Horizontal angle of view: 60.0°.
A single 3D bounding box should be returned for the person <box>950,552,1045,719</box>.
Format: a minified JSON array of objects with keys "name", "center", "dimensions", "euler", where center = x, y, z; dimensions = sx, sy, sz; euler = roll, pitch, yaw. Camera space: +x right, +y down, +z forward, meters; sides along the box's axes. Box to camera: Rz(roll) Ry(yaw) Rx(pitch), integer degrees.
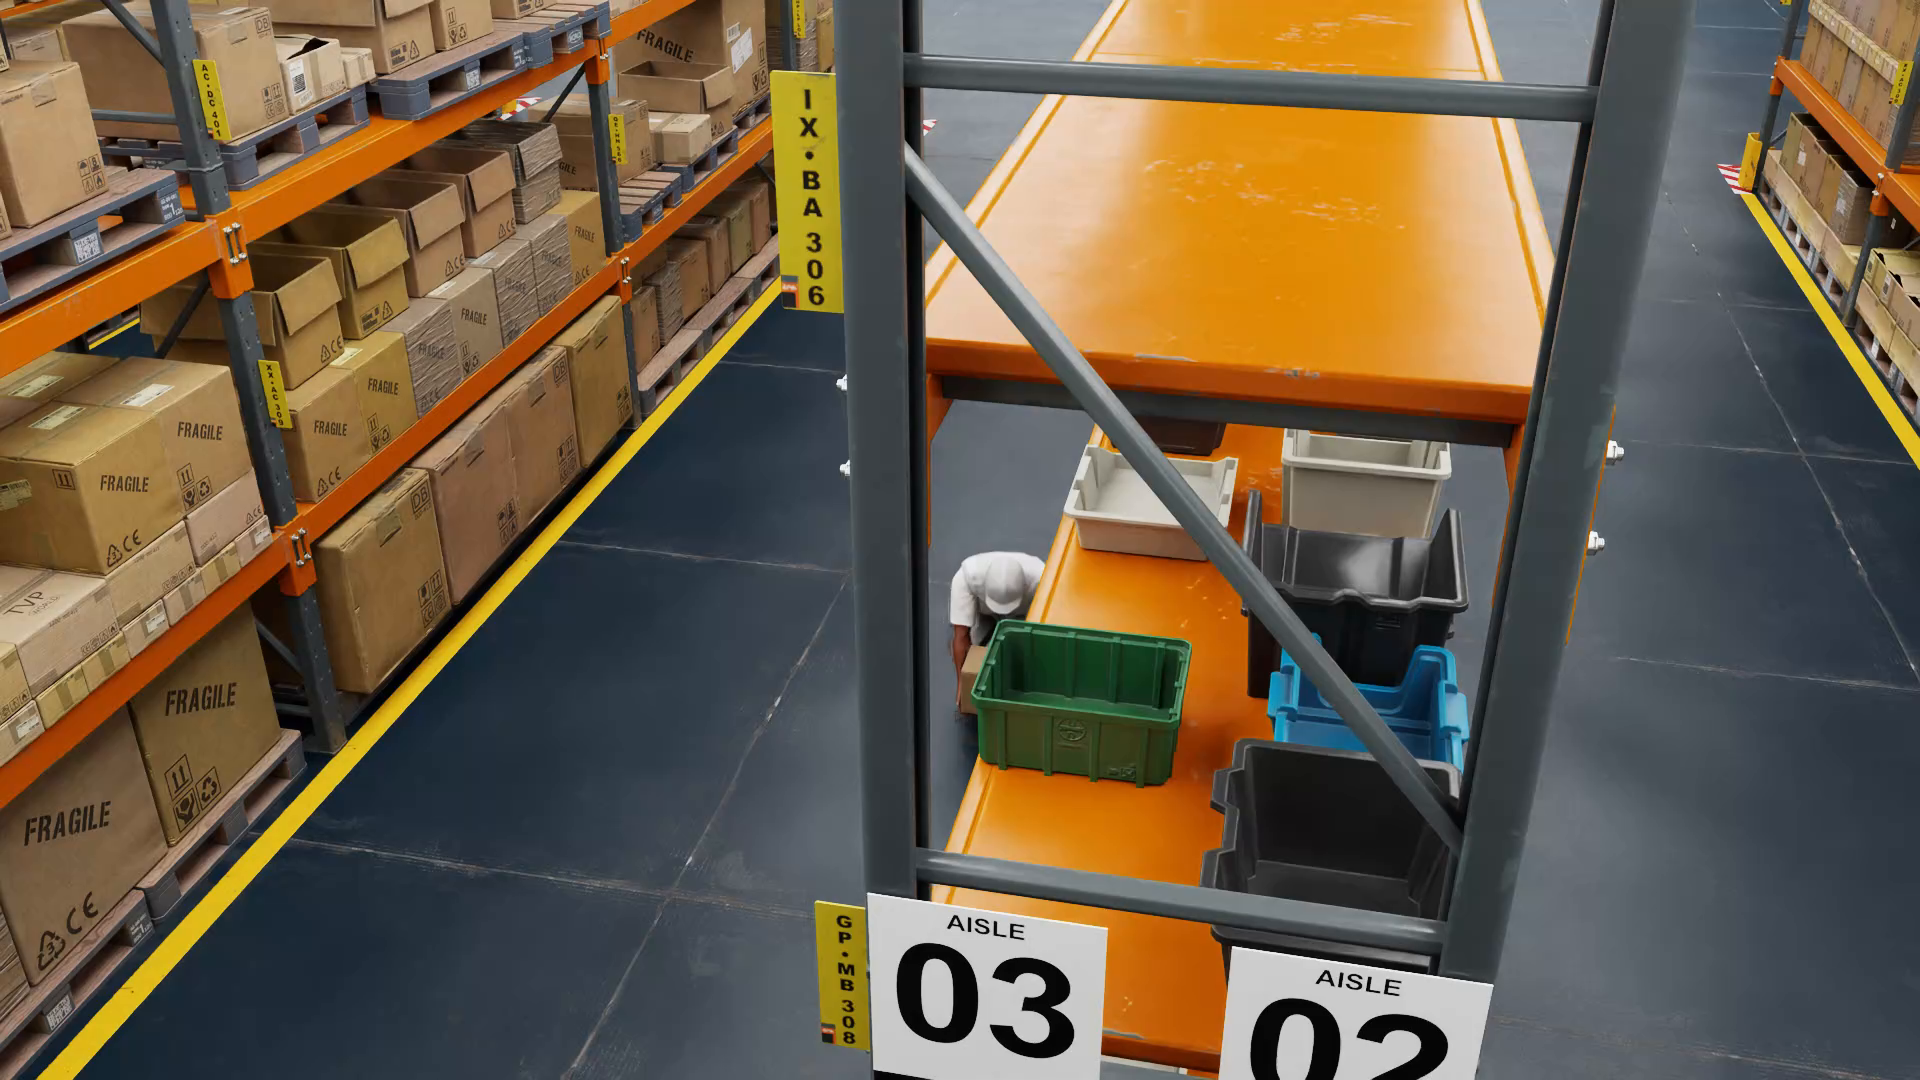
[{"name":"person","center":[0.235,0.412,8.646],"dimensions":[0.550,1.006,0.912],"euler":[4,29,7]}]
